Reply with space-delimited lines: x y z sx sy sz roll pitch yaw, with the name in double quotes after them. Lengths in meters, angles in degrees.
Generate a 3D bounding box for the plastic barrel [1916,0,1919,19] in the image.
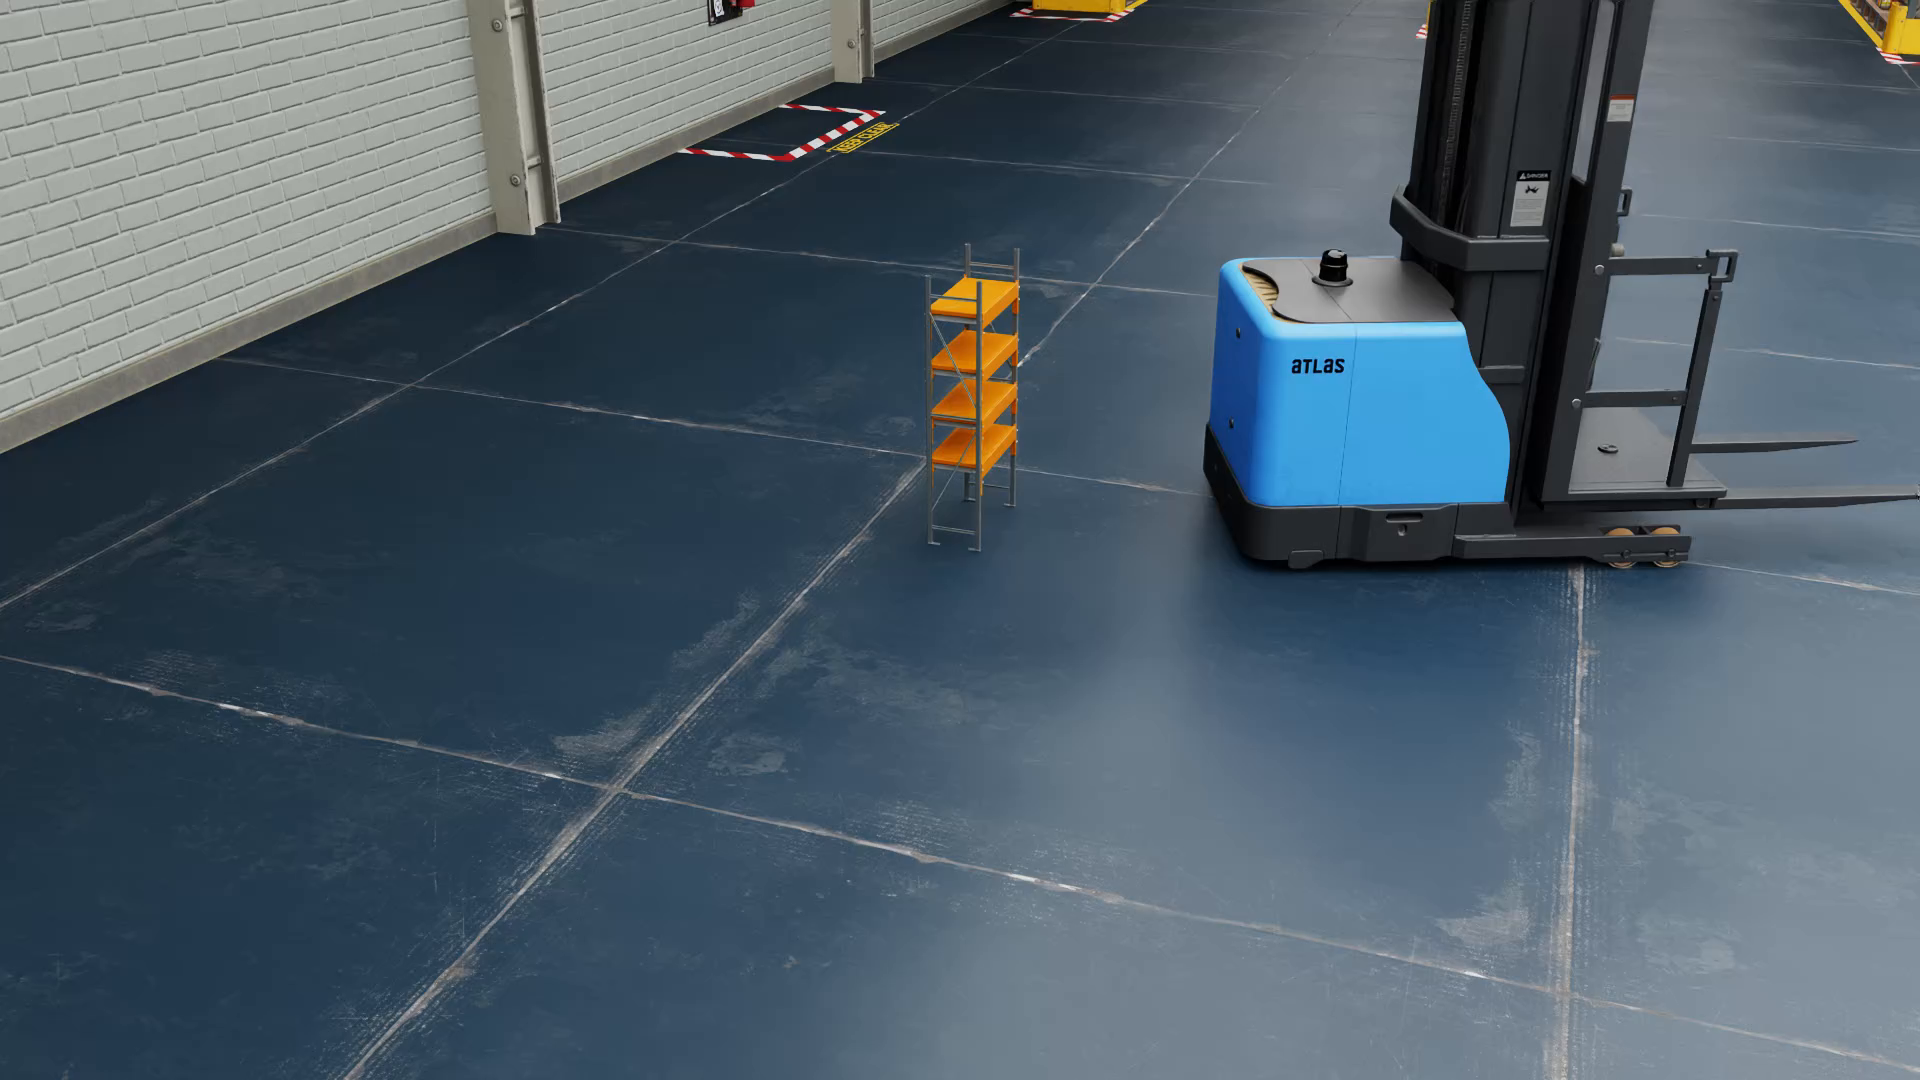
10.979 -6.023 18.621 0.421 0.512 0.421 0 26 0 "plastic barrel"

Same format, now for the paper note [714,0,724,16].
-2.072 -4.588 14.294 0.016 0.148 0.142 9 27 17 "paper note"

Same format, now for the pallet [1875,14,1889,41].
11.088 -5.789 18.964 1.003 0.211 1.213 9 27 17 "pallet"

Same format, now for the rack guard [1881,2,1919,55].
10.813 -5.586 18.213 1.175 0.500 0.348 9 27 17 "rack guard"

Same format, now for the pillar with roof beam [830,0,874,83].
2.970 -8.133 13.721 9.100 9.000 0.400 9 27 17 "pillar with roof beam"

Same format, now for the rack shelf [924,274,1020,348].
0.055 -0.962 6.958 0.258 0.148 0.480 9 27 17 "rack shelf"

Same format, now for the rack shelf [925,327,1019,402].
0.055 -0.749 7.061 0.258 0.148 0.480 9 27 17 "rack shelf"

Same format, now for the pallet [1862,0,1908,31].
11.496 -6.288 19.996 1.003 0.211 1.213 9 27 17 "pallet"

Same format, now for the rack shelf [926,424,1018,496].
0.055 -0.369 7.245 0.258 0.148 0.480 9 27 17 "rack shelf"

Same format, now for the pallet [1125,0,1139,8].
1.819 -7.214 21.908 1.003 0.211 1.213 9 27 17 "pallet"

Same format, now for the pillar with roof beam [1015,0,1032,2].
4.966 -10.598 18.813 9.100 9.000 0.400 9 27 17 "pillar with roof beam"

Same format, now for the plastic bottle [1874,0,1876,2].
11.237 -6.722 20.226 0.144 0.351 0.185 10 28 20 "plastic bottle"

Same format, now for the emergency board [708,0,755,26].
-1.948 -5.047 14.231 0.194 1.169 0.643 9 27 17 "emergency board"

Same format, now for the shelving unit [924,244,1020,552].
0.055 -0.608 7.129 0.258 1.200 0.503 9 27 17 "shelving unit"

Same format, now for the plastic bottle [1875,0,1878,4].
11.186 -6.620 20.101 0.152 0.276 0.135 8 27 16 "plastic bottle"

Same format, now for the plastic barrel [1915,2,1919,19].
11.146 -6.229 19.047 0.421 0.512 0.421 0 26 0 "plastic barrel"

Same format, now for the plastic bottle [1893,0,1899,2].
11.240 -6.551 19.950 0.061 0.283 0.133 9 27 17 "plastic bottle"

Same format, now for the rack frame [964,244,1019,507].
0.136 -0.708 7.336 0.240 1.200 0.015 9 27 17 "rack frame"

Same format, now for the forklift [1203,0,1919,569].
2.669 -1.429 6.838 3.031 2.935 1.130 -1 26 -3 "forklift"

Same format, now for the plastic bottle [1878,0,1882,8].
11.051 -6.517 19.880 0.061 0.283 0.133 9 27 19 "plastic bottle"

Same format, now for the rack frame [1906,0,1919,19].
10.832 -6.673 17.589 1.000 3.000 0.127 9 27 17 "rack frame"

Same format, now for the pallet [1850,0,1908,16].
11.900 -6.791 21.034 1.003 0.211 1.213 9 27 17 "pallet"

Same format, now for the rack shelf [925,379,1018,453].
0.055 -0.548 7.158 0.258 0.148 0.480 9 27 17 "rack shelf"

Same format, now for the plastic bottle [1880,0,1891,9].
11.030 -6.429 19.793 0.097 0.201 0.097 0 26 0 "plastic bottle"

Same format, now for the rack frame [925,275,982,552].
-0.026 -0.508 6.922 0.240 1.200 0.015 9 27 17 "rack frame"

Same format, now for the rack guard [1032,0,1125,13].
1.515 -7.015 21.166 1.175 0.500 0.348 9 27 17 "rack guard"

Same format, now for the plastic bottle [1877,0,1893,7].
11.139 -6.563 19.983 0.152 0.276 0.135 9 27 18 "plastic bottle"

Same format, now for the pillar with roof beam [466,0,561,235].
0.973 -5.667 8.628 9.100 9.000 0.400 9 27 17 "pillar with roof beam"
